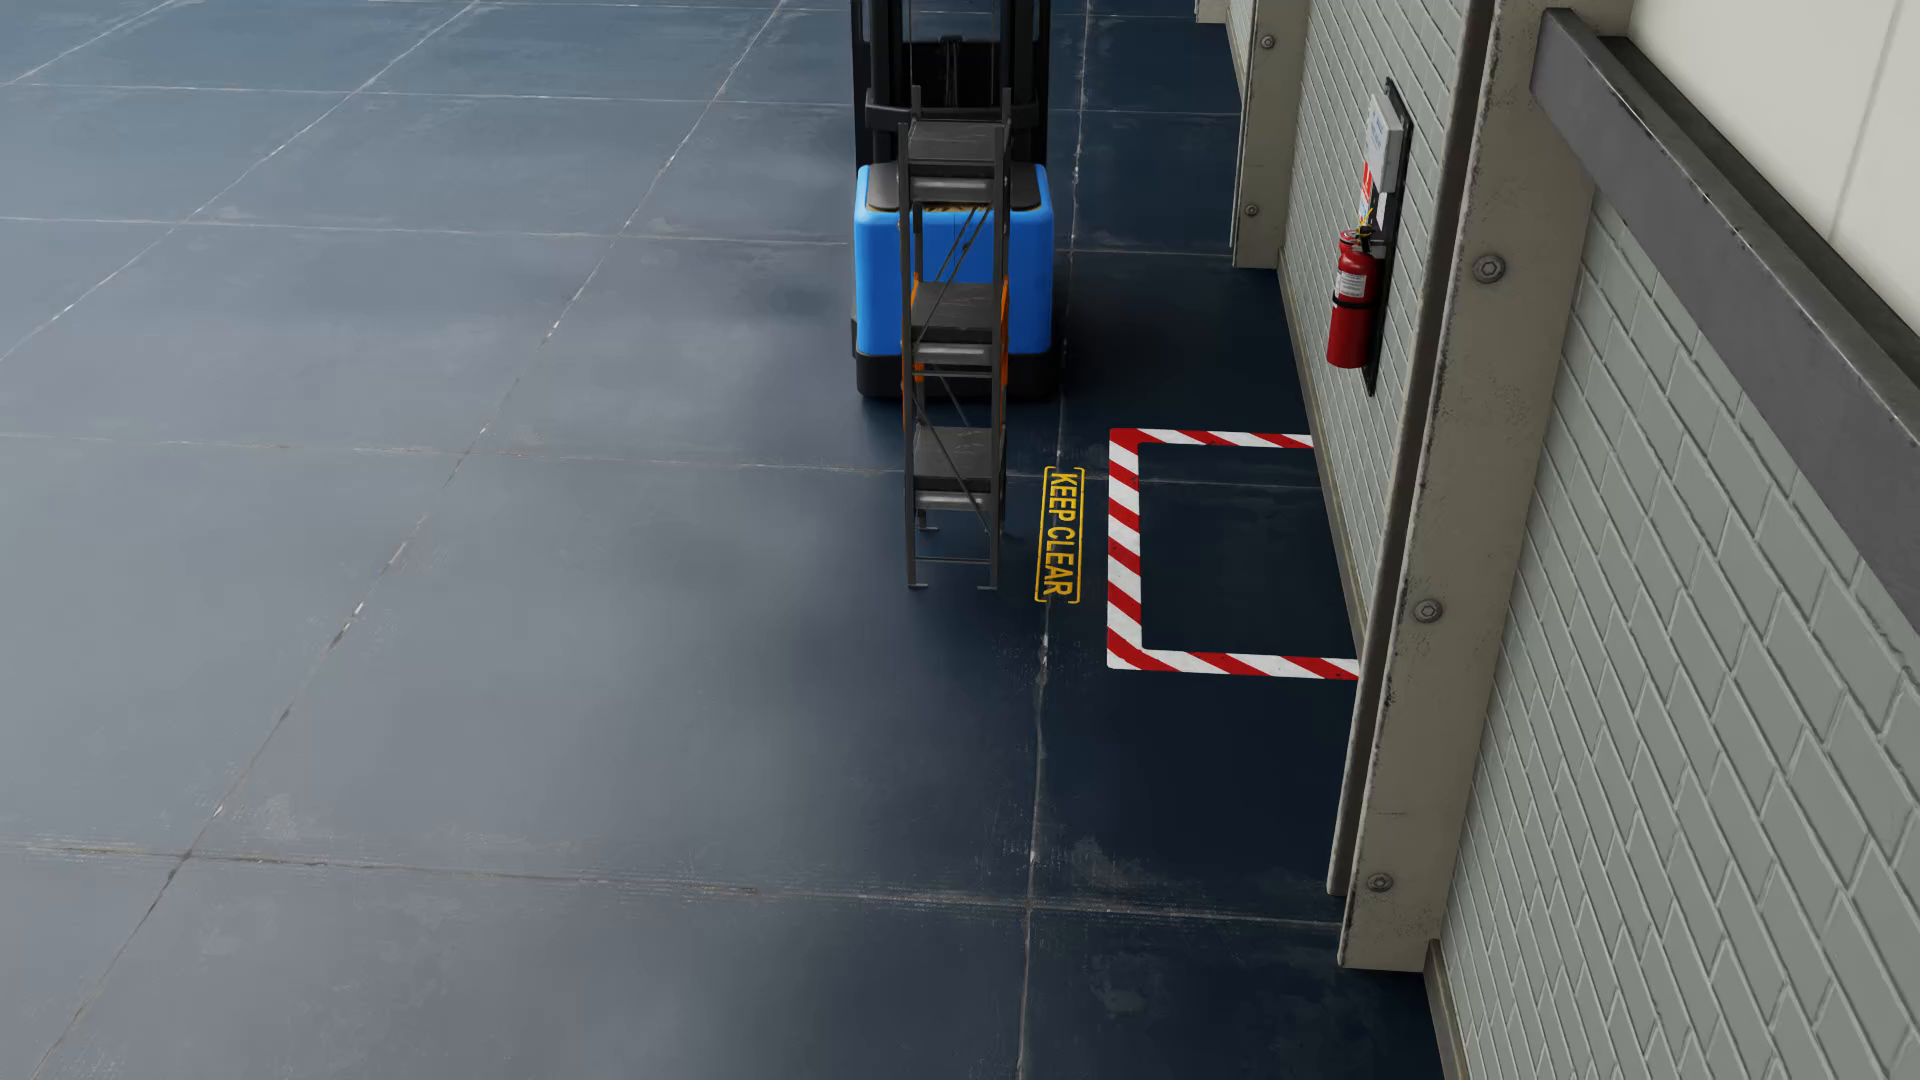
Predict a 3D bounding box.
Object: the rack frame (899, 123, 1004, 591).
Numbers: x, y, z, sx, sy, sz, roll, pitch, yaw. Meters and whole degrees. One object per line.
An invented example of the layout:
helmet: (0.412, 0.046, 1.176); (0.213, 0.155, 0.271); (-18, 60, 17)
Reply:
rack frame: (-0.033, -0.680, 6.852); (0.400, 2.100, 0.015); (2, 32, 4)

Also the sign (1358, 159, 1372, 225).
sign: (1.804, -1.560, 7.388); (0.001, 0.329, 0.234); (2, 32, 4)

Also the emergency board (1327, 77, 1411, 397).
emergency board: (1.656, -1.260, 6.935); (0.194, 1.169, 0.643); (2, 32, 4)

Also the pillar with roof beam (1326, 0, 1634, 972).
pillar with roof beam: (-2.874, -2.707, 3.566); (9.100, 9.000, 0.400); (2, 32, 4)

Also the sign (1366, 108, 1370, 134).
sign: (1.795, -1.783, 7.246); (0.001, 0.109, 0.331); (2, 32, 4)

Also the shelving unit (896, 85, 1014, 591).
shelving unit: (-0.013, -0.807, 7.059); (0.431, 2.100, 0.503); (2, 32, 4)

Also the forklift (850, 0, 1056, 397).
forklift: (-0.056, -2.746, 9.413); (1.130, 2.935, 3.031); (-1, 32, -1)

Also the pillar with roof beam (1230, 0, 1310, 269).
pillar with roof beam: (-2.385, -5.845, 8.656); (9.100, 9.000, 0.400); (2, 32, 4)

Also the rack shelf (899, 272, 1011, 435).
rack shelf: (-0.013, -0.796, 7.066); (0.431, 0.518, 0.480); (2, 32, 4)

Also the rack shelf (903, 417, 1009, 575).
rack shelf: (-0.013, -0.200, 7.433); (0.431, 0.518, 0.480); (2, 32, 4)

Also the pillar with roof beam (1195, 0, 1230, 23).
pillar with roof beam: (-1.897, -8.982, 13.747); (9.100, 9.000, 0.400); (2, 32, 4)

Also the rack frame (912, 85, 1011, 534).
rack frame: (0.006, -0.935, 7.266); (0.400, 2.100, 0.015); (2, 32, 4)

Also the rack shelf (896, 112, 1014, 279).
rack shelf: (-0.013, -1.392, 6.699); (0.431, 0.518, 0.480); (2, 32, 4)
